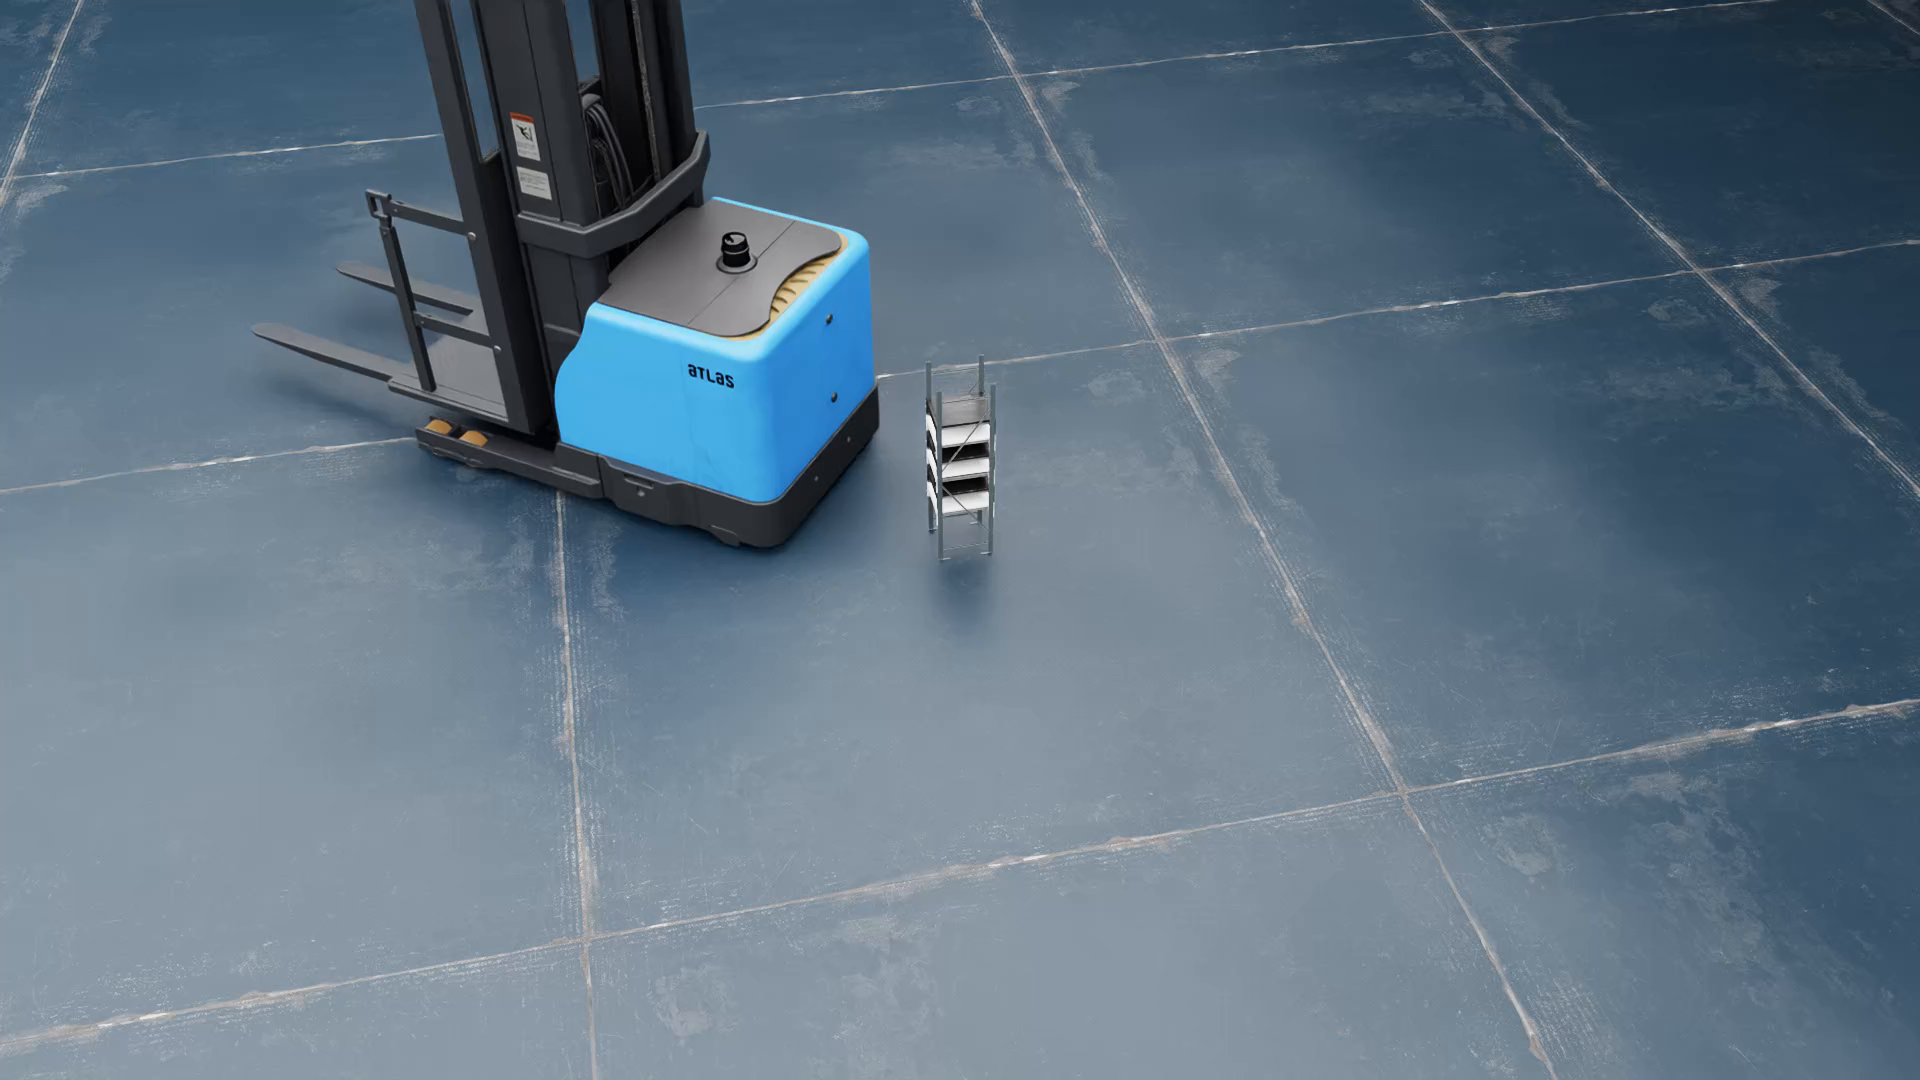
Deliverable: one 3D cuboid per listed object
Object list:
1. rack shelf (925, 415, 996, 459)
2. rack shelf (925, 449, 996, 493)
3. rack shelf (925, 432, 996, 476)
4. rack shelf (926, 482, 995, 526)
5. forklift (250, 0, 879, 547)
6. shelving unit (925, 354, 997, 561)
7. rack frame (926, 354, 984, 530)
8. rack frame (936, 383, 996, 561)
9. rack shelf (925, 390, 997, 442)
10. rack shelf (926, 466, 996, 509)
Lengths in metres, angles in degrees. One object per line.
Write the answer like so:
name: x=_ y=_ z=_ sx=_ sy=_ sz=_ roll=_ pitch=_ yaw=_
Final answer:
rack shelf: x=0.002 y=-0.441 z=6.848 sx=0.258 sy=0.077 sz=0.200 roll=-8 pitch=42 yaw=-9
rack shelf: x=0.002 y=-0.306 z=6.967 sx=0.258 sy=0.077 sz=0.200 roll=-8 pitch=42 yaw=-9
rack shelf: x=0.002 y=-0.374 z=6.908 sx=0.258 sy=0.077 sz=0.200 roll=-8 pitch=42 yaw=-9
rack shelf: x=0.002 y=-0.172 z=7.087 sx=0.258 sy=0.077 sz=0.200 roll=-8 pitch=42 yaw=-9
forklift: x=-1.934 y=-1.728 z=6.988 sx=3.031 sy=2.935 sz=1.130 roll=17 pitch=44 yaw=18
shelving unit: x=0.002 y=-0.331 z=6.945 sx=0.258 sy=0.900 sz=0.210 roll=-8 pitch=42 yaw=-9
rack frame: x=-0.020 y=-0.397 z=7.020 sx=0.240 sy=0.900 sz=0.006 roll=-8 pitch=42 yaw=-9
rack frame: x=0.024 y=-0.265 z=6.871 sx=0.240 sy=0.900 sz=0.006 roll=-8 pitch=42 yaw=-9
rack shelf: x=0.002 y=-0.508 z=6.788 sx=0.258 sy=0.077 sz=0.200 roll=-8 pitch=42 yaw=-9
rack shelf: x=0.002 y=-0.239 z=7.027 sx=0.258 sy=0.077 sz=0.200 roll=-8 pitch=42 yaw=-9
